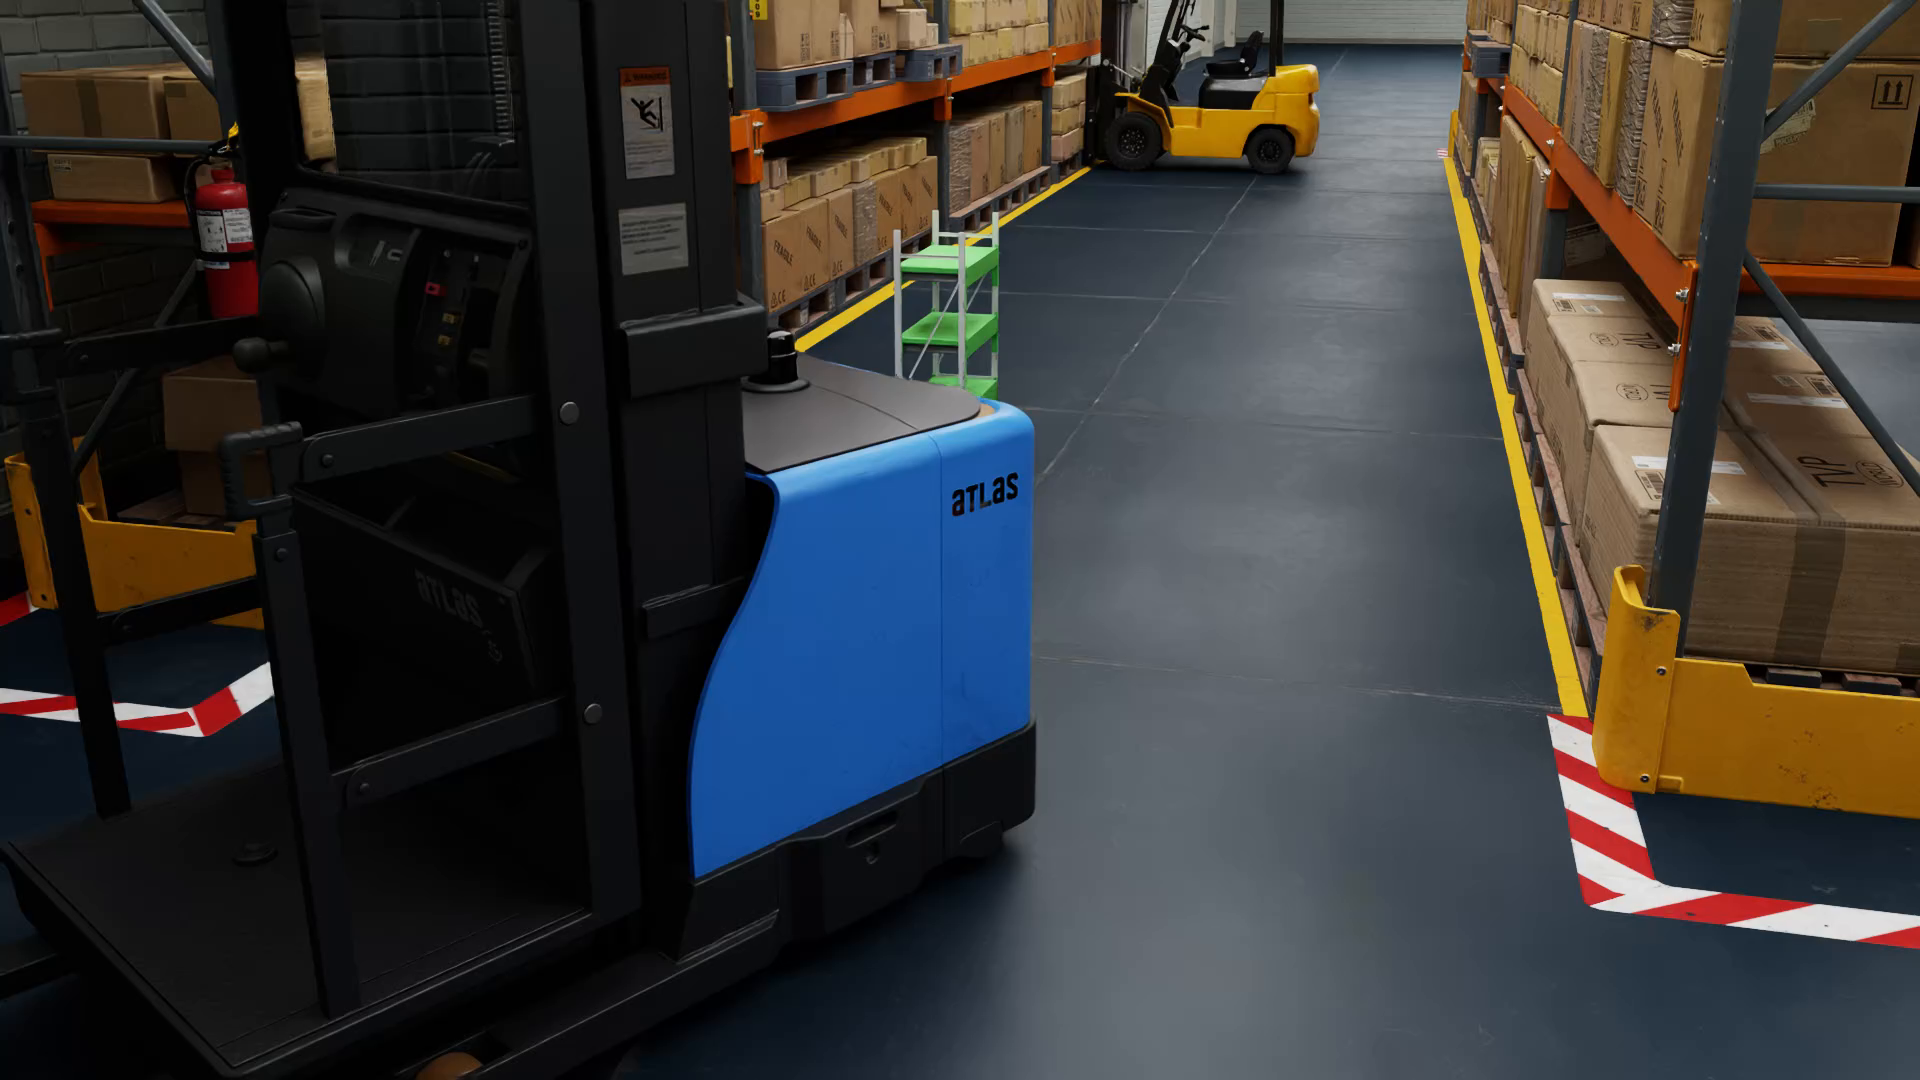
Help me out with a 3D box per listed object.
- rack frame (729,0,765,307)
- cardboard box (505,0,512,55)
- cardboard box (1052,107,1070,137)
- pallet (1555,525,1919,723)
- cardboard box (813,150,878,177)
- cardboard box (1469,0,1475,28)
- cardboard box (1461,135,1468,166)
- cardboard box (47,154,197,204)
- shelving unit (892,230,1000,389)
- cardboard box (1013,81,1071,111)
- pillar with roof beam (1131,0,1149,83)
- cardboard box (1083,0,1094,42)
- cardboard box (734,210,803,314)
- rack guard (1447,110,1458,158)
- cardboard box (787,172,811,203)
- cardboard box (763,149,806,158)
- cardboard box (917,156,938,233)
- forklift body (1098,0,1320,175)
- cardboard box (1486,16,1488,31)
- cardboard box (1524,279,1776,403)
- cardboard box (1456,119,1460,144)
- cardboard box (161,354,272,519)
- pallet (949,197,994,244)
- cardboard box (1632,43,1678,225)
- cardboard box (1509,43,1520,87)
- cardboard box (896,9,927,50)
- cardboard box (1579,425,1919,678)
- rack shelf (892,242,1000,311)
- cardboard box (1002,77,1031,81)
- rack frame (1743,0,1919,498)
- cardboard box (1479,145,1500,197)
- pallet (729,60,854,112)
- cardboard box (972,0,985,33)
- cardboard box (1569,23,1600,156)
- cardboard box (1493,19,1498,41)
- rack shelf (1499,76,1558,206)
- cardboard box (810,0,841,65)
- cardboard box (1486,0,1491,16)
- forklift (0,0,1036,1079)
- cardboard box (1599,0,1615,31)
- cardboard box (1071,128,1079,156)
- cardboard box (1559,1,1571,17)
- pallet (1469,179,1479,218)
[{"bbox_3d":[-1.557,-2.437,8.680,1.000,3.000,0.127,5,19,13],"label":"rack frame"},{"bbox_3d":[-1.796,-2.199,6.595,0.500,0.500,0.500,5,20,15],"label":"cardboard box"},{"bbox_3d":[0.815,-4.205,16.690,0.500,0.250,0.500,5,19,13],"label":"cardboard box"},{"bbox_3d":[2.399,0.271,5.068,1.003,0.211,1.213,5,19,13],"label":"pallet"},{"bbox_3d":[-0.767,-2.514,11.121,0.380,0.149,0.250,4,19,13],"label":"cardboard box"},{"bbox_3d":[5.558,-5.546,17.169,0.500,0.500,0.500,4,19,12],"label":"cardboard box"},{"bbox_3d":[5.216,-3.825,16.350,0.500,0.250,0.500,4,19,12],"label":"cardboard box"},{"bbox_3d":[-2.714,-1.189,5.417,0.380,0.149,0.250,4,19,13],"label":"cardboard box"},{"bbox_3d":[7.155,-1.278,8.074,13.061,1.200,8.595,5,19,13],"label":"shelving unit"},{"bbox_3d":[0.820,-4.442,16.608,0.500,0.250,0.500,4,19,13],"label":"cardboard box"},{"bbox_3d":[7.437,-12.311,28.308,9.100,9.000,0.400,5,19,13],"label":"pillar with roof beam"},{"bbox_3d":[1.136,-5.589,17.756,0.500,0.500,0.500,5,19,14],"label":"cardboard box"},{"bbox_3d":[-1.221,-1.586,9.408,0.500,0.500,0.500,6,20,16],"label":"cardboard box"},{"bbox_3d":[6.171,-4.600,18.882,1.175,0.500,0.348,5,19,13],"label":"rack guard"},{"bbox_3d":[-1.113,-2.112,9.944,0.380,0.149,0.250,4,19,12],"label":"cardboard box"},{"bbox_3d":[-1.257,-2.545,11.213,0.380,0.149,0.250,4,19,12],"label":"cardboard box"},{"bbox_3d":[-0.475,-2.557,12.249,0.500,0.500,0.500,5,20,15],"label":"cardboard box"},{"bbox_3d":[2.681,-5.058,17.667,2.313,2.155,1.214,5,19,13],"label":"forklift body"},{"bbox_3d":[4.770,-4.485,14.416,0.380,0.149,0.250,5,19,14],"label":"cardboard box"},{"bbox_3d":[3.000,-0.844,7.331,0.875,0.438,0.875,4,19,13],"label":"cardboard box"},{"bbox_3d":[5.724,-4.473,18.248,0.500,0.250,0.500,4,19,13],"label":"cardboard box"},{"bbox_3d":[-2.293,-0.384,5.885,0.797,0.503,0.637,4,19,11],"label":"cardboard box"},{"bbox_3d":[-0.341,-2.626,13.548,1.003,0.211,1.213,5,19,13],"label":"pallet"},{"bbox_3d":[2.278,-1.168,4.810,0.500,0.500,0.500,4,19,12],"label":"cardboard box"},{"bbox_3d":[3.871,-3.095,10.840,0.500,0.250,0.500,4,19,12],"label":"cardboard box"},{"bbox_3d":[-0.524,-3.462,11.264,0.500,0.250,0.500,4,19,11],"label":"cardboard box"},{"bbox_3d":[2.344,0.007,4.841,0.875,0.438,0.875,4,19,12],"label":"cardboard box"},{"bbox_3d":[-0.040,-0.910,5.707,0.258,0.148,0.480,5,19,13],"label":"rack shelf"},{"bbox_3d":[0.439,-4.644,17.201,0.500,0.250,0.500,4,19,13],"label":"cardboard box"},{"bbox_3d":[2.277,-0.792,3.866,0.949,2.616,0.053,5,19,13],"label":"rack frame"},{"bbox_3d":[4.914,-3.118,14.092,0.950,0.372,0.625,6,20,17],"label":"cardboard box"},{"bbox_3d":[-1.256,-2.588,9.420,1.003,0.211,1.213,5,19,13],"label":"pallet"},{"bbox_3d":[-0.111,-4.133,13.104,0.500,0.250,0.500,5,20,15],"label":"cardboard box"},{"bbox_3d":[2.762,-1.809,6.689,0.500,0.500,0.500,5,19,14],"label":"cardboard box"},{"bbox_3d":[4.223,-3.839,12.524,0.380,0.149,0.250,5,19,14],"label":"cardboard box"},{"bbox_3d":[3.746,-2.332,9.488,1.077,0.370,4.000,5,19,13],"label":"rack shelf"},{"bbox_3d":[-1.095,-2.979,9.464,0.700,0.500,0.500,5,19,14],"label":"cardboard box"},{"bbox_3d":[4.563,-4.505,13.471,0.500,0.500,0.500,5,19,13],"label":"cardboard box"},{"bbox_3d":[2.464,-0.246,2.509,7.029,2.843,7.487,17,25,41],"label":"forklift"},{"bbox_3d":[2.640,-2.119,6.048,0.500,0.500,0.500,5,19,14],"label":"cardboard box"},{"bbox_3d":[0.946,-4.127,17.235,0.500,0.250,0.500,4,19,12],"label":"cardboard box"},{"bbox_3d":[3.123,-2.726,7.826,0.500,0.500,0.500,5,20,15],"label":"cardboard box"},{"bbox_3d":[5.023,-2.989,14.613,1.003,0.211,1.213,5,19,13],"label":"pallet"}]
